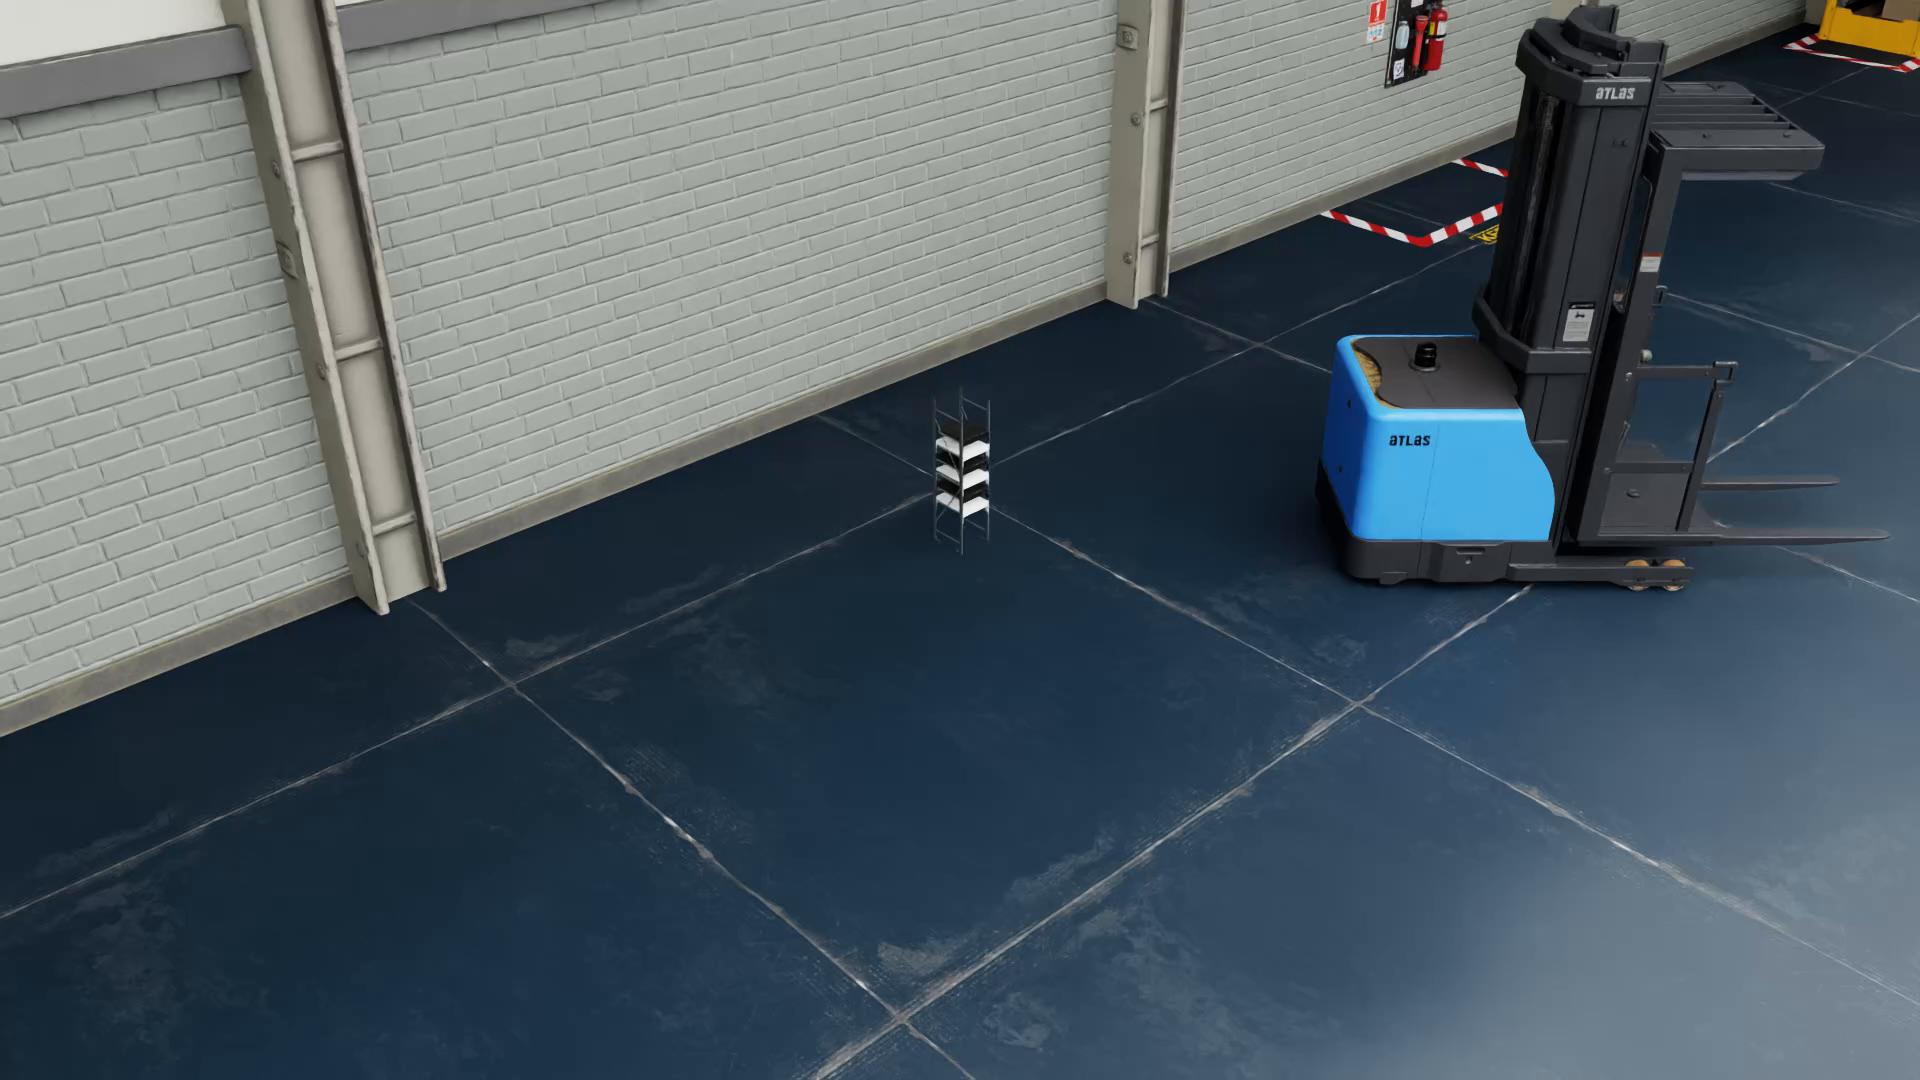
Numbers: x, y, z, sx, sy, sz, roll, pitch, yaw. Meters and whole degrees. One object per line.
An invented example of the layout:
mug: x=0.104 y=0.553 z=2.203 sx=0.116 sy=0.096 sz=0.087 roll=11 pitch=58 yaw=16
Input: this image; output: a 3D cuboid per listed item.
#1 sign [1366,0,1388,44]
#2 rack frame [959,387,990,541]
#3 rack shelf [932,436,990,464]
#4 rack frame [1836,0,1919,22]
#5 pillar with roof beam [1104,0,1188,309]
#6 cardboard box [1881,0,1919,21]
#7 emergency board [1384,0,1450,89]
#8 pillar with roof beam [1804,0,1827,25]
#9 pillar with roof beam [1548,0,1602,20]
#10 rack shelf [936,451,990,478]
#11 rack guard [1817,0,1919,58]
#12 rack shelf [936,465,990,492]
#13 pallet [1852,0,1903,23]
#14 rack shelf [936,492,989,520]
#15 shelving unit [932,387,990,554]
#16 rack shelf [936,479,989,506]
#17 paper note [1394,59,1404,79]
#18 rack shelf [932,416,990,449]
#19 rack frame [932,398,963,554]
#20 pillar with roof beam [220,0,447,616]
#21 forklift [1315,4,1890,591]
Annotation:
sign: x=3.418 y=-4.254 z=13.632 sx=0.234 sy=0.329 sz=0.001 roll=-26 pitch=40 yaw=-35
rack frame: x=0.081 y=-0.423 z=9.413 sx=0.006 sy=0.900 sz=0.240 roll=-26 pitch=40 yaw=-35
rack shelf: x=0.006 y=-0.512 z=9.278 sx=0.200 sy=0.077 sz=0.258 roll=-26 pitch=40 yaw=-35
rack frame: x=10.206 y=-6.806 z=17.840 sx=0.127 sy=3.000 sz=1.000 roll=-26 pitch=40 yaw=-35
pillar with roof beam: x=4.259 y=-4.042 z=7.568 sx=0.400 sy=9.000 sz=9.100 roll=-26 pitch=40 yaw=-35
cardboard box: x=10.774 y=-6.058 z=18.772 sx=0.500 sy=0.311 sz=0.500 roll=24 pitch=39 yaw=34
emergency board: x=3.893 y=-4.395 z=13.897 sx=0.643 sy=1.169 sz=0.194 roll=-26 pitch=40 yaw=-35
pillar with roof beam: x=13.058 y=-8.298 z=14.529 sx=0.400 sy=9.000 sz=9.100 roll=-26 pitch=40 yaw=-35
pillar with roof beam: x=8.658 y=-6.170 z=11.049 sx=0.400 sy=9.000 sz=9.100 roll=-26 pitch=40 yaw=-35
rack shelf: x=0.006 y=-0.435 z=9.325 sx=0.200 sy=0.077 sz=0.258 roll=-26 pitch=40 yaw=-35
rack guard: x=10.262 y=-5.767 z=18.536 sx=0.348 sy=0.500 sz=1.175 roll=-26 pitch=40 yaw=-35
rack shelf: x=0.006 y=-0.358 z=9.372 sx=0.200 sy=0.077 sz=0.258 roll=-26 pitch=40 yaw=-35
pallet: x=10.881 y=-5.918 z=19.061 sx=1.213 sy=0.211 sz=1.003 roll=-26 pitch=40 yaw=-35
rack shelf: x=0.006 y=-0.205 z=9.466 sx=0.200 sy=0.077 sz=0.258 roll=-26 pitch=40 yaw=-35
shelving unit: x=0.006 y=-0.387 z=9.354 sx=0.210 sy=0.900 sz=0.258 roll=-26 pitch=40 yaw=-35
rack shelf: x=0.006 y=-0.282 z=9.419 sx=0.200 sy=0.077 sz=0.258 roll=-26 pitch=40 yaw=-35
paper note: x=3.717 y=-3.983 z=14.068 sx=0.142 sy=0.148 sz=0.016 roll=-26 pitch=40 yaw=-35
rack shelf: x=0.006 y=-0.589 z=9.231 sx=0.200 sy=0.077 sz=0.258 roll=-26 pitch=40 yaw=-35
rack frame: x=-0.069 y=-0.351 z=9.295 sx=0.006 sy=0.900 sz=0.240 roll=-26 pitch=40 yaw=-35
pillar with roof beam: x=-0.141 y=-1.914 z=4.088 sx=0.400 sy=9.000 sz=9.100 roll=-26 pitch=40 yaw=-35
forklift: x=3.631 y=-1.252 z=8.823 sx=3.031 sy=2.935 sz=1.130 roll=0 pitch=31 yaw=0
